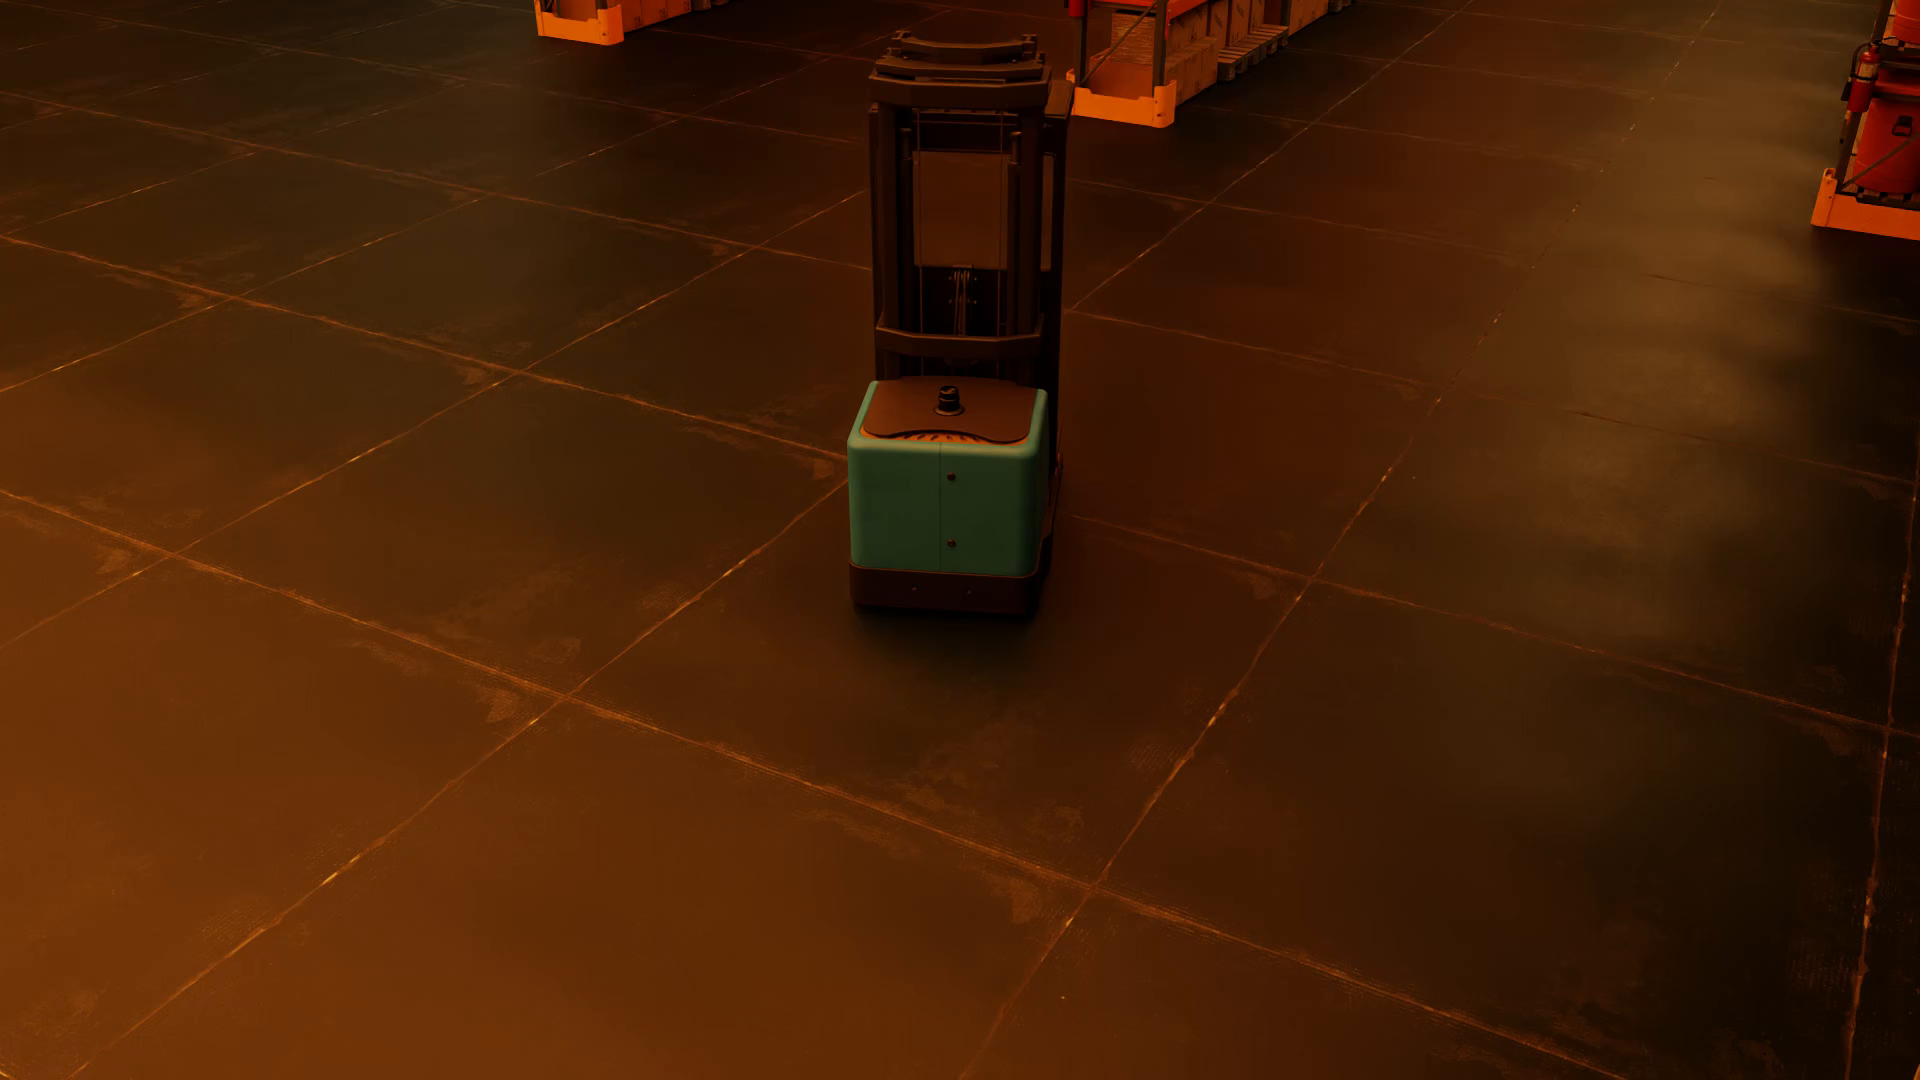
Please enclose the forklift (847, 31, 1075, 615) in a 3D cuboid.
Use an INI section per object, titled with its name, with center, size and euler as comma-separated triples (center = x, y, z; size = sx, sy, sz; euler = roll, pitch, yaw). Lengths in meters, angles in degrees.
[forklift]
center = 0.072, -1.572, 9.794
size = 1.130, 2.935, 3.031
euler = 3, 30, 6
